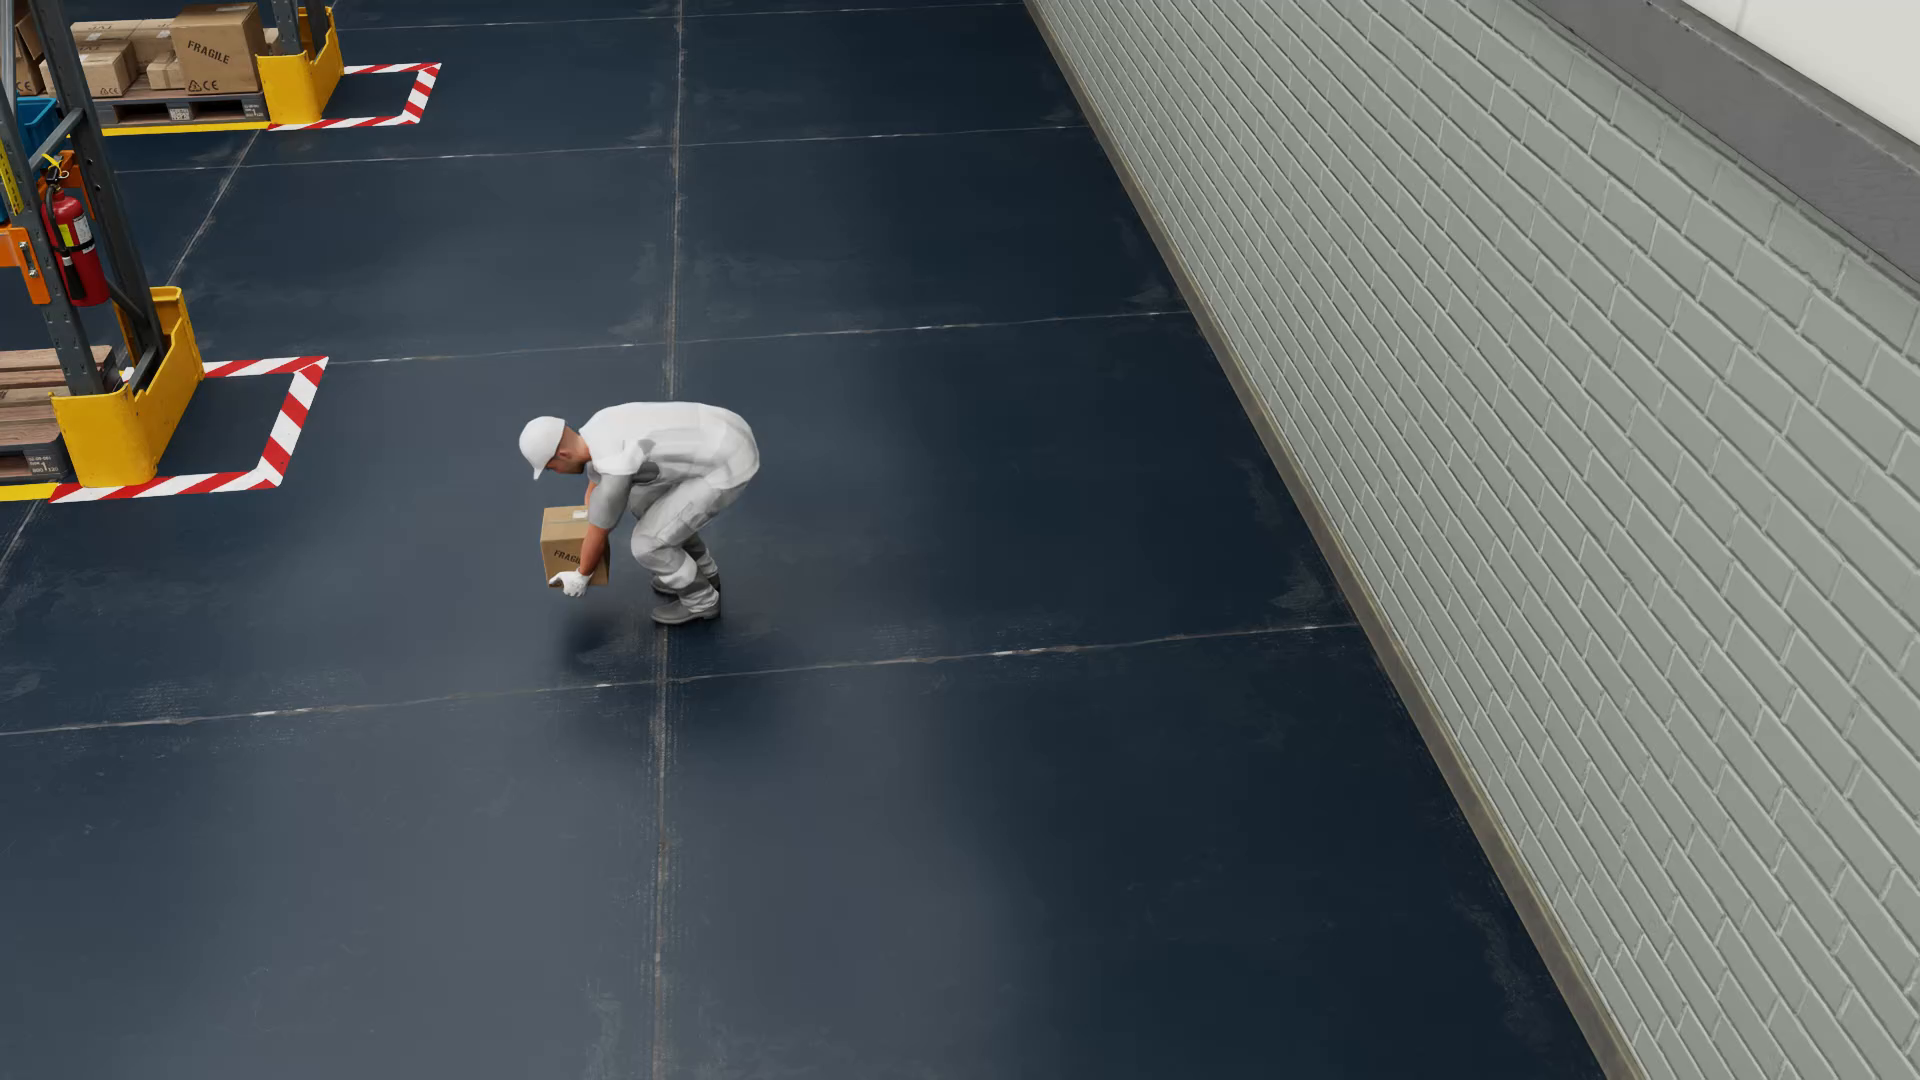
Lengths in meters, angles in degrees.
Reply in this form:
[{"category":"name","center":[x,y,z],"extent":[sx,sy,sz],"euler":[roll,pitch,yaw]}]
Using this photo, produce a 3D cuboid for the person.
[{"category":"person","center":[-1.309,-0.122,7.005],"extent":[0.956,0.990,0.521],"euler":[-6,35,-8]}]
